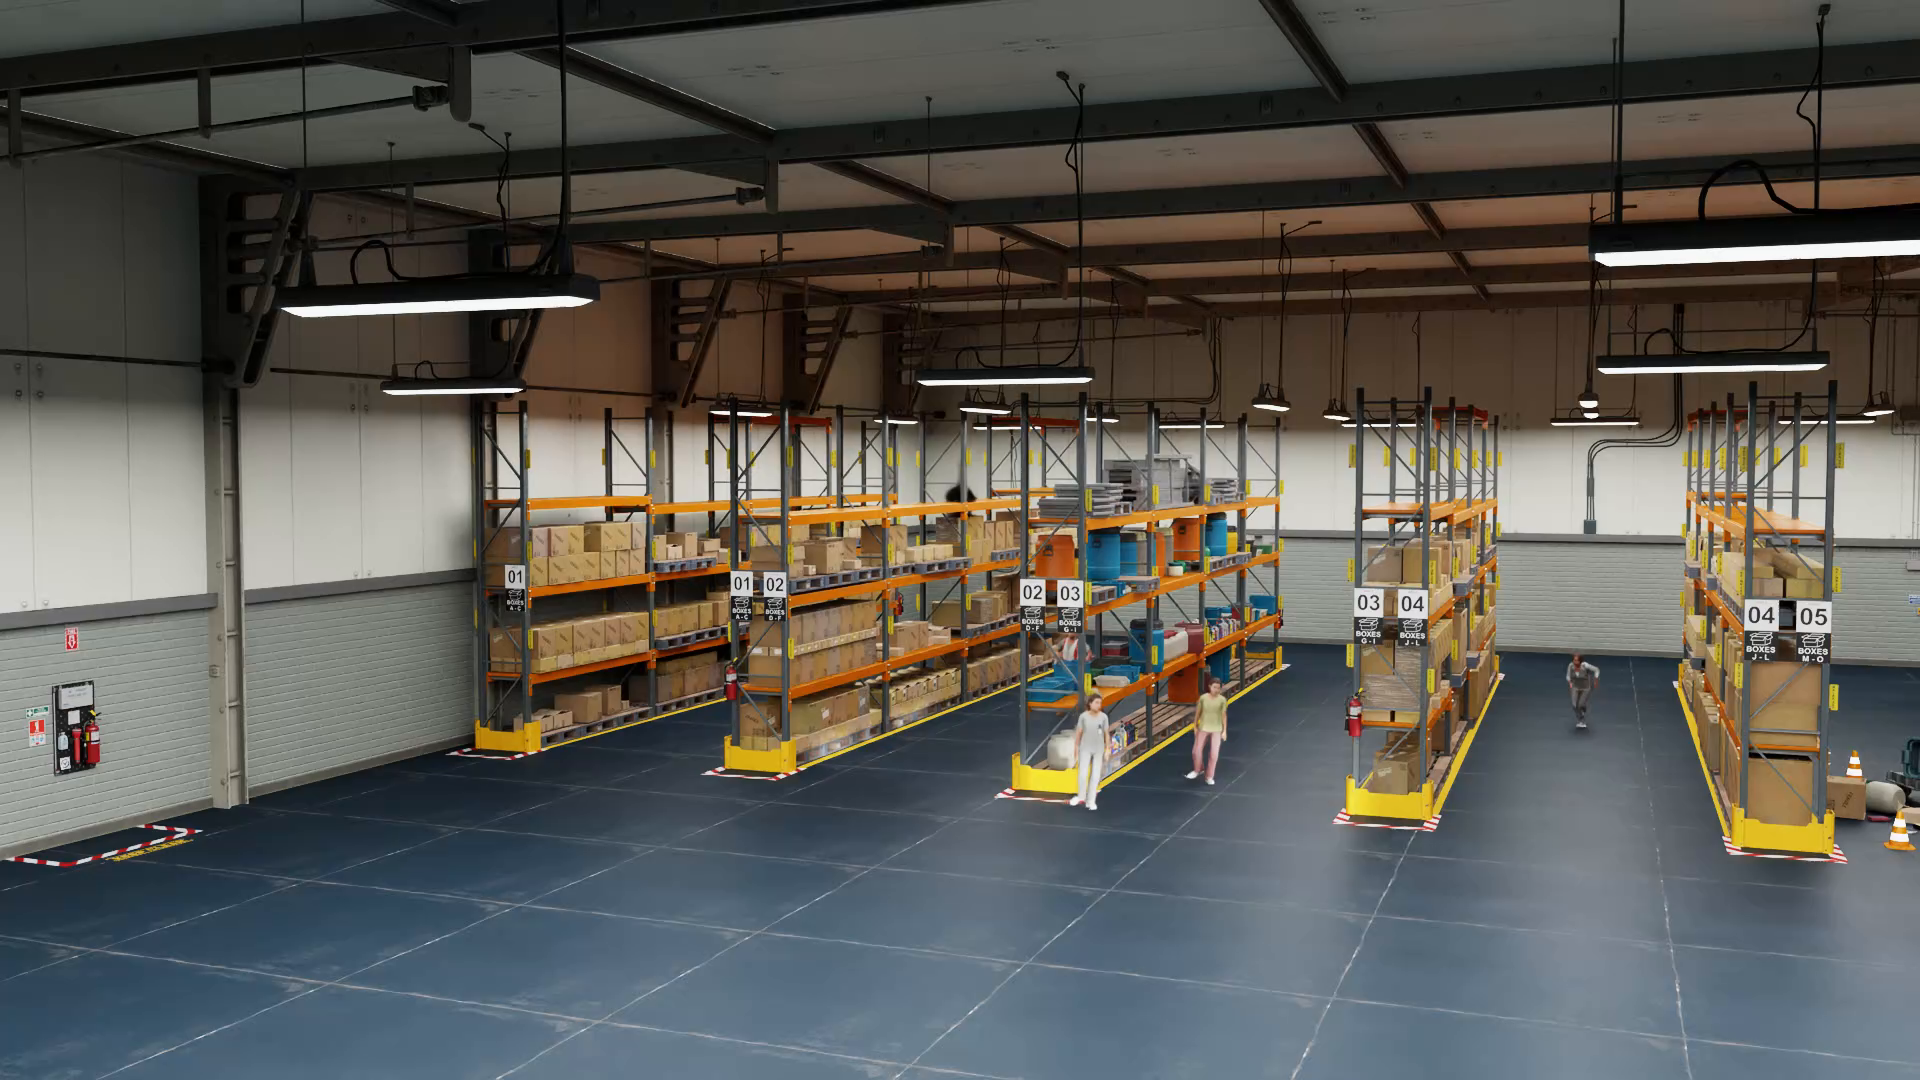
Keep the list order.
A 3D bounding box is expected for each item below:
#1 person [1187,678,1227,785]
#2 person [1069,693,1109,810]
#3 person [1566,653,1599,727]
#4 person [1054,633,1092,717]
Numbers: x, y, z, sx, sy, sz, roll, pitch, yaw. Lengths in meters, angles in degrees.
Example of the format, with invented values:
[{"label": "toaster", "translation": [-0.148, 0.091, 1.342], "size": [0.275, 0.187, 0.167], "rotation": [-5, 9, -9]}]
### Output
[{"label": "person", "translation": [3.798, 2.924, 25.571], "size": [0.607, 1.648, 0.449], "rotation": [0, 3, 9]}, {"label": "person", "translation": [1.844, 3.007, 23.666], "size": [0.548, 1.663, 0.429], "rotation": [0, 3, -8]}, {"label": "person", "translation": [11.519, 2.795, 30.776], "size": [0.562, 1.422, 0.767], "rotation": [2, 3, 32]}, {"label": "person", "translation": [2.154, 2.547, 32.475], "size": [0.734, 1.800, 0.700], "rotation": [2, 3, 31]}]
